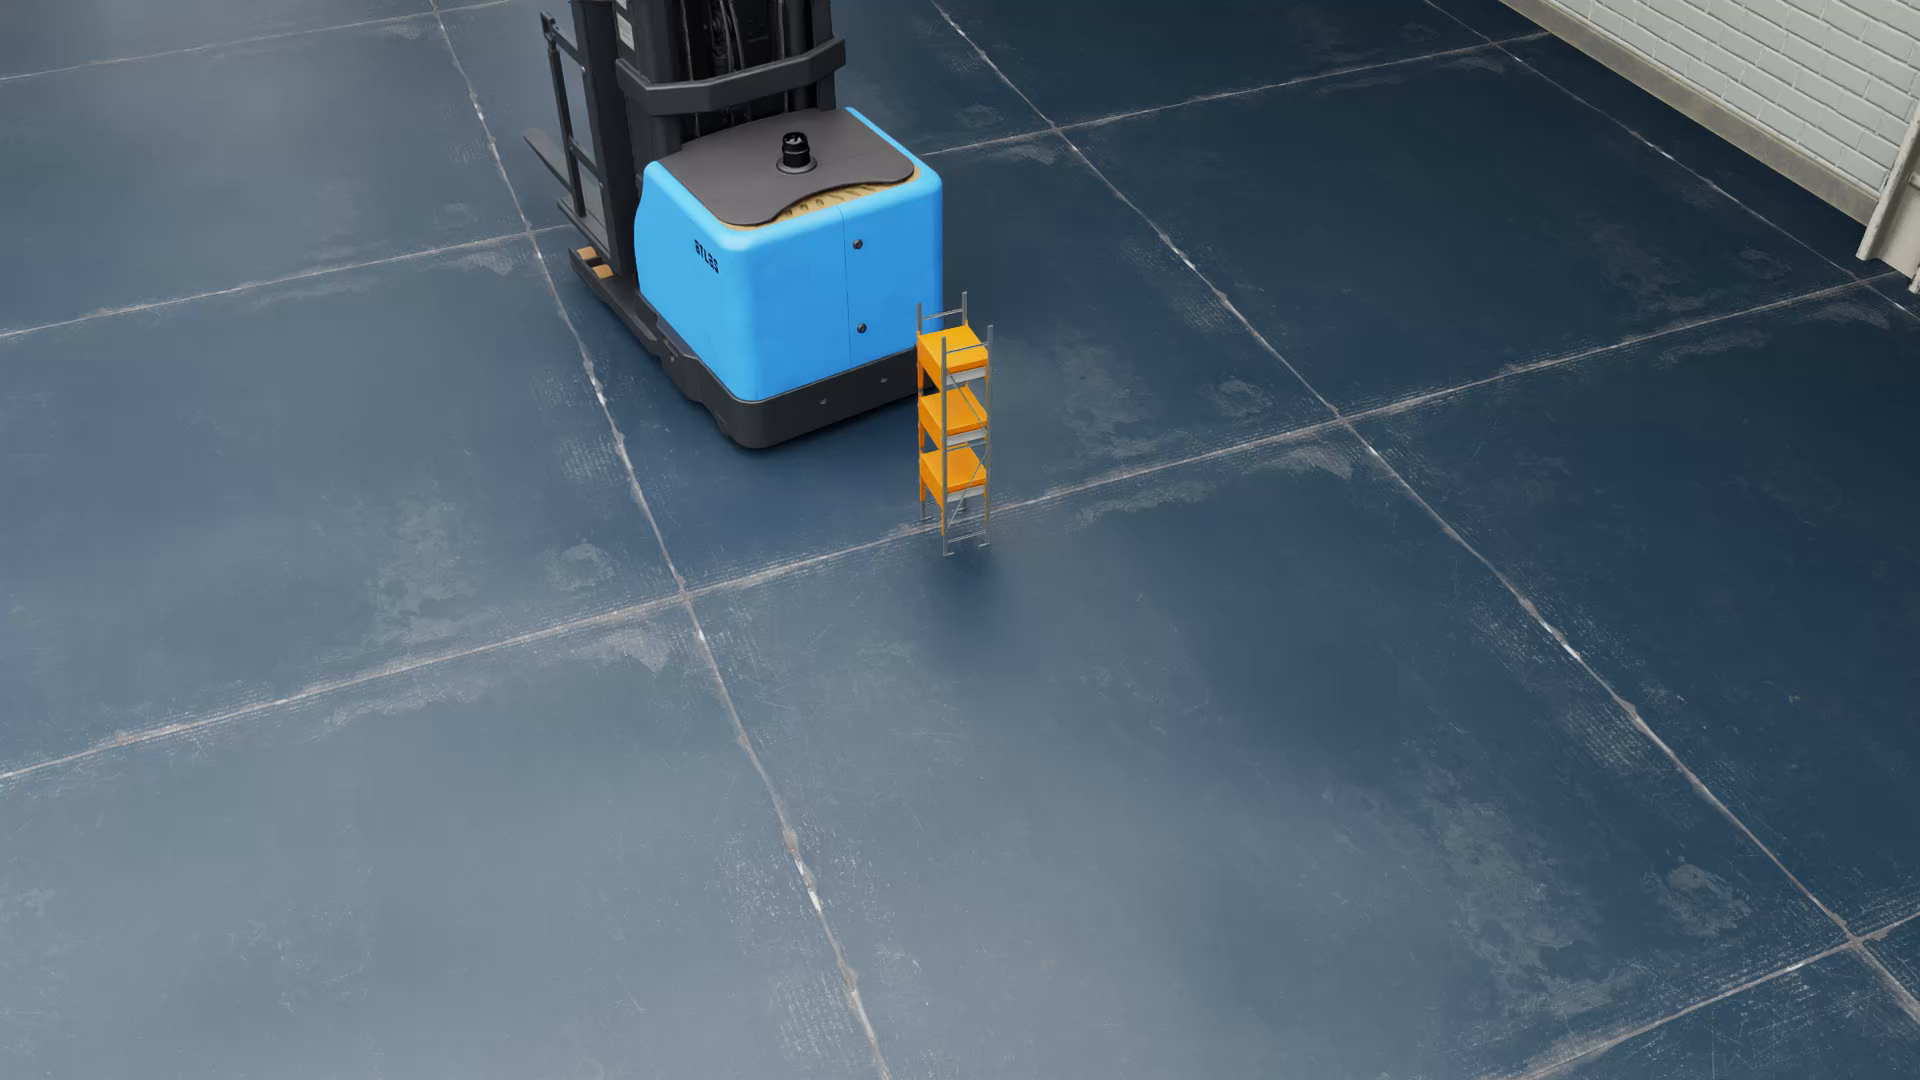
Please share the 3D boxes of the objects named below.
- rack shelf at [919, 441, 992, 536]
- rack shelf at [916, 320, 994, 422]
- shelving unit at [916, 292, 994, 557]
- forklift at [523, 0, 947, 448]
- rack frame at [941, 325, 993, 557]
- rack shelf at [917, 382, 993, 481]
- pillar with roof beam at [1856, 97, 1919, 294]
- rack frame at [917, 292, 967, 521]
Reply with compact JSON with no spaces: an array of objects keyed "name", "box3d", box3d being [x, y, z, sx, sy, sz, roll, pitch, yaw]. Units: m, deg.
[{"name":"rack shelf","box3d":[-0.020,-0.212,6.633,0.215,0.259,0.240,-15,43,-17]},{"name":"rack shelf","box3d":[-0.020,-0.637,6.267,0.215,0.259,0.240,-15,43,-17]},{"name":"shelving unit","box3d":[-0.020,-0.430,6.445,0.215,1.050,0.252,-15,43,-17]},{"name":"forklift","box3d":[-1.270,-2.437,7.336,1.130,2.935,3.031,-22,46,-24]},{"name":"rack frame","box3d":[0.026,-0.357,6.360,0.200,1.050,0.008,-15,43,-17]},{"name":"rack shelf","box3d":[-0.020,-0.422,6.452,0.215,0.259,0.240,-15,43,-17]},{"name":"pillar with roof beam","box3d":[0.777,-3.701,4.152,9.100,9.000,0.400,-15,43,-17]},{"name":"rack frame","box3d":[-0.067,-0.504,6.531,0.200,1.050,0.008,-15,43,-17]}]
